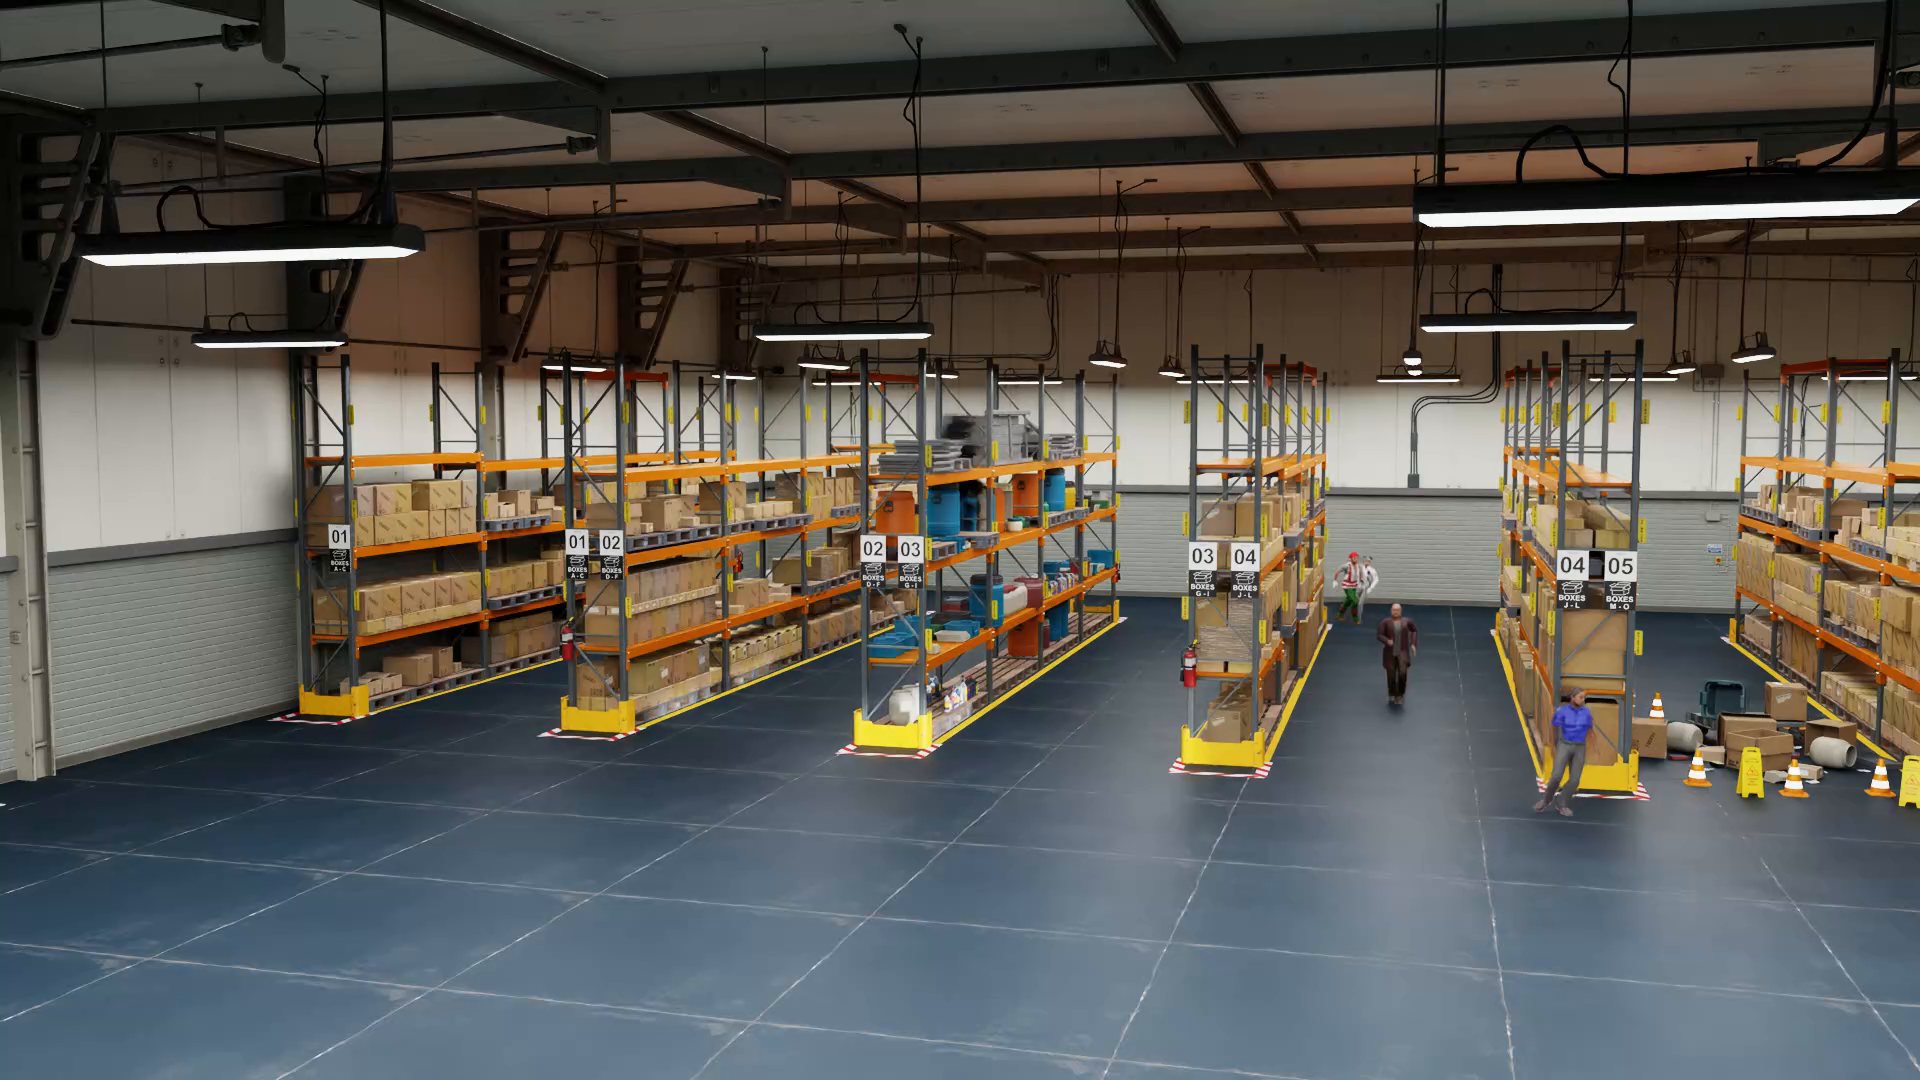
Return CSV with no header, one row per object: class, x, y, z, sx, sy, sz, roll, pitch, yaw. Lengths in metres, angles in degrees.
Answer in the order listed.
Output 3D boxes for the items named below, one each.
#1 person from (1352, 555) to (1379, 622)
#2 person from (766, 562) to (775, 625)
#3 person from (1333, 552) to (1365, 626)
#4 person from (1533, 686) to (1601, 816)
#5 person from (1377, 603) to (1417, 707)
person,9.794,1.172,40.240,0.645,1.637,0.534,2,5,29
person,-4.203,1.316,37.885,0.729,1.734,0.721,0,4,4
person,9.267,1.144,39.679,0.665,1.762,0.904,-3,5,-37
person,7.564,2.656,20.714,0.705,1.638,0.586,-1,4,-8
person,7.523,1.977,28.628,0.692,1.779,0.843,1,4,12
